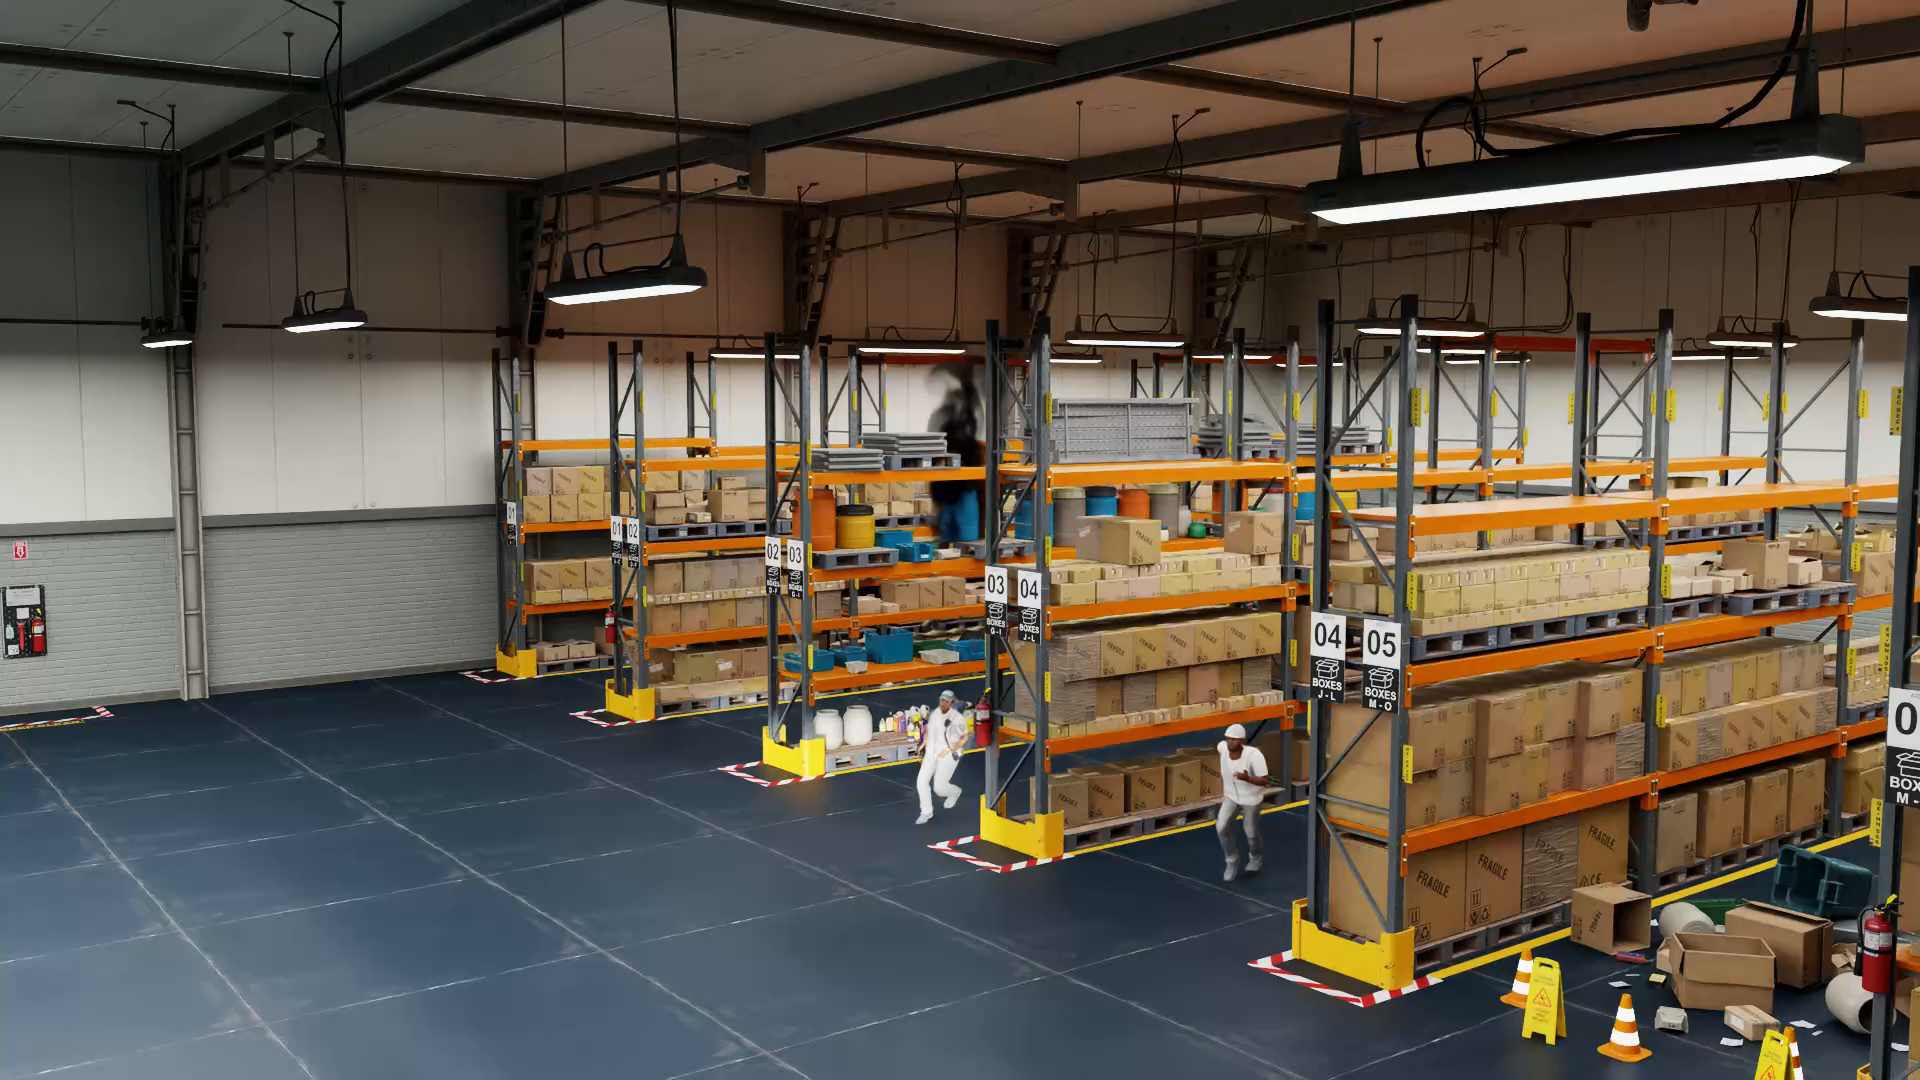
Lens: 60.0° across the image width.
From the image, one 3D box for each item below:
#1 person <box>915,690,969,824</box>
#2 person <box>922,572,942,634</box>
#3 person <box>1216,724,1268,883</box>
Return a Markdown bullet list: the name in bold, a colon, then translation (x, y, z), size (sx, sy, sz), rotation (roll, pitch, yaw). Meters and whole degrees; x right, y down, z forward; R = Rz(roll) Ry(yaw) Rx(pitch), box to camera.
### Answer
- **person**: translation (-0.180, 2.622, 20.122), size (0.655, 1.653, 0.662), rotation (4, 6, 35)
- **person**: translation (-0.523, 1.398, 32.949), size (0.677, 1.815, 0.851), rotation (5, 7, 44)
- **person**: translation (2.979, 2.760, 17.580), size (0.683, 1.716, 0.918), rotation (3, 6, 31)
